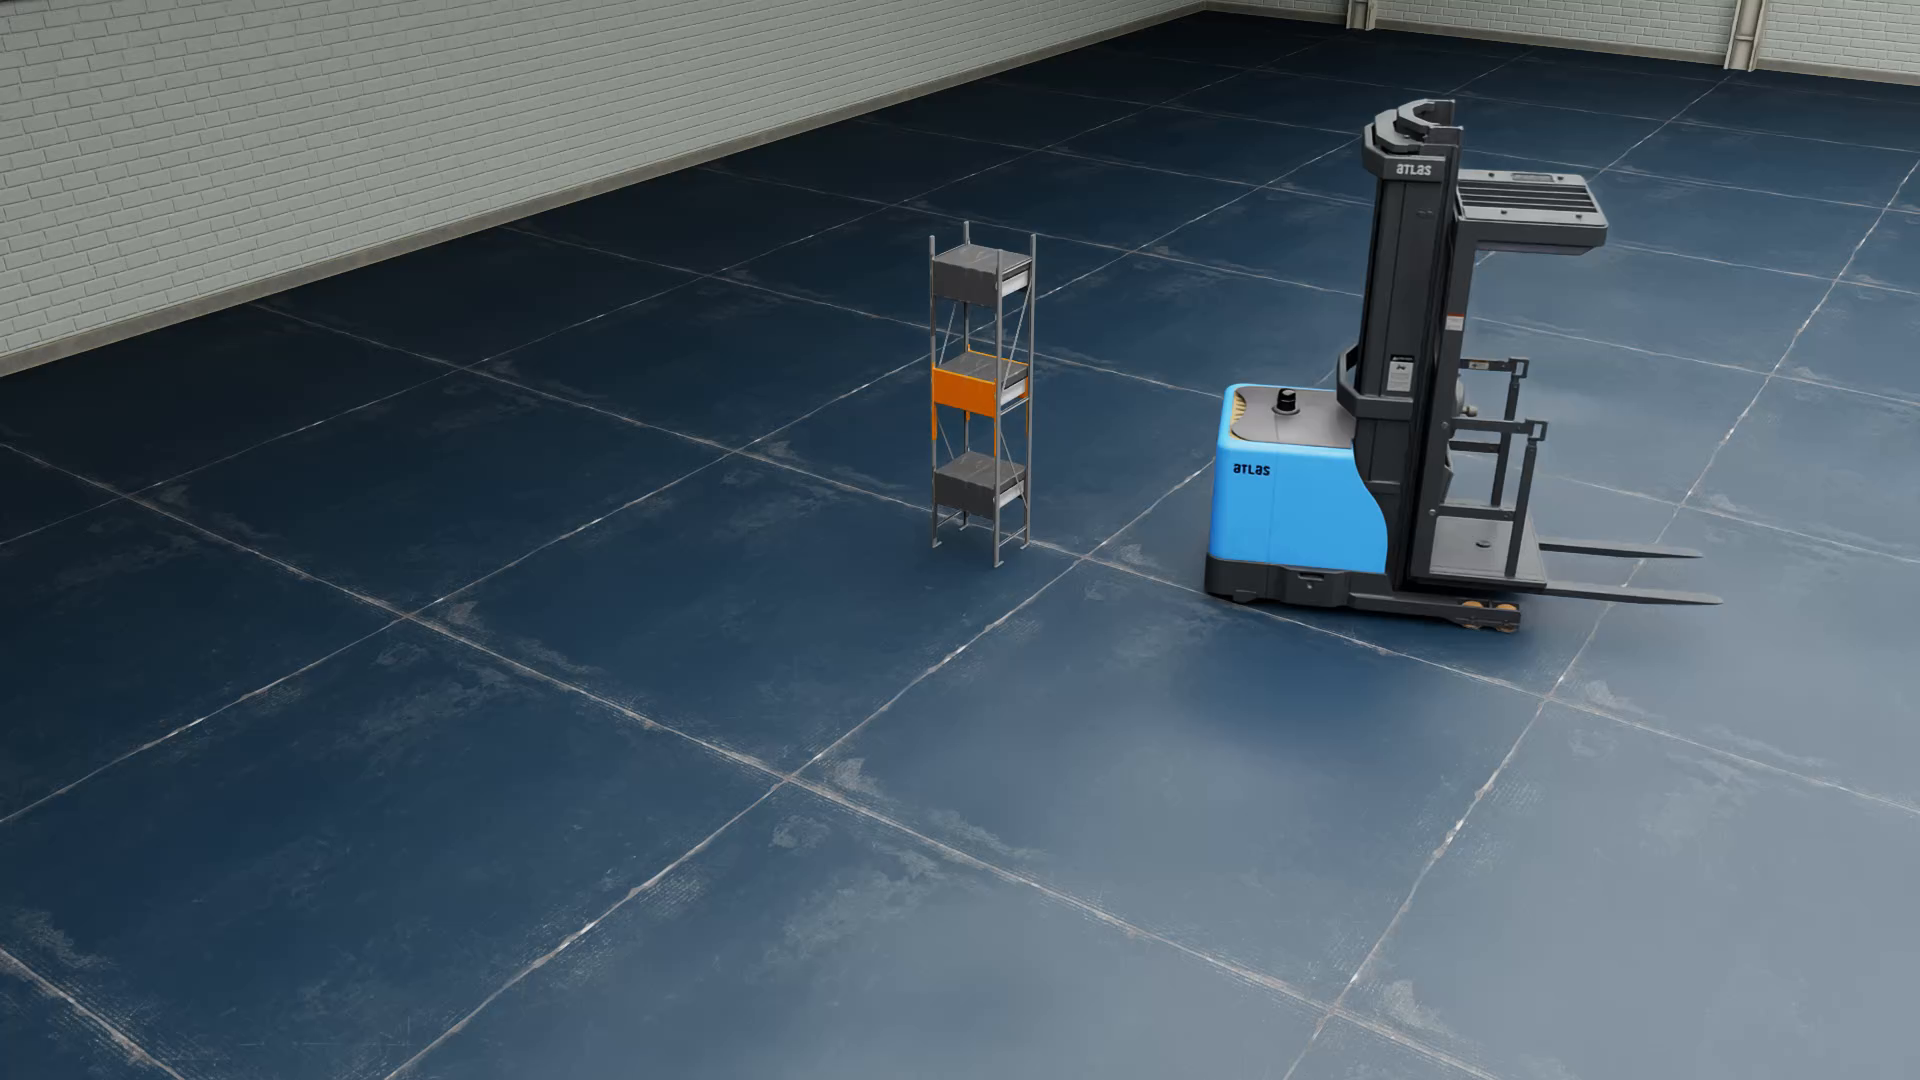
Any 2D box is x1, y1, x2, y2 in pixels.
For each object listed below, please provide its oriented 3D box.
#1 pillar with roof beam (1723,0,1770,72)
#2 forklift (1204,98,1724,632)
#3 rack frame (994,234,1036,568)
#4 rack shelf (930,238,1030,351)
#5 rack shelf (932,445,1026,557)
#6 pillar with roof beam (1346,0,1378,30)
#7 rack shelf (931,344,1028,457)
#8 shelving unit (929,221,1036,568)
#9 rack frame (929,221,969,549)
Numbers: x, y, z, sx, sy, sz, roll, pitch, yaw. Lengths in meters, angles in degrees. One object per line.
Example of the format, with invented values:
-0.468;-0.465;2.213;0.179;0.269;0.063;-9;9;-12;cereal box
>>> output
9.231;-9.458;19.687;0.400;9.000;9.100;17;32;30;pillar with roof beam
3.082;-1.017;9.792;3.031;2.935;1.130;5;27;10;forklift
0.338;-0.831;10.341;0.015;2.100;0.400;17;32;30;rack frame
0.136;-1.505;10.153;0.480;0.518;0.431;17;32;30;rack shelf
0.136;-0.257;10.788;0.480;0.518;0.431;17;32;30;rack shelf
4.286;-10.999;22.715;0.400;9.000;9.100;17;32;30;pillar with roof beam
0.136;-0.881;10.470;0.480;0.518;0.431;17;32;30;rack shelf
0.136;-0.893;10.464;0.503;2.100;0.431;17;32;30;shelving unit
-0.065;-0.956;10.587;0.015;2.100;0.400;17;32;30;rack frame
